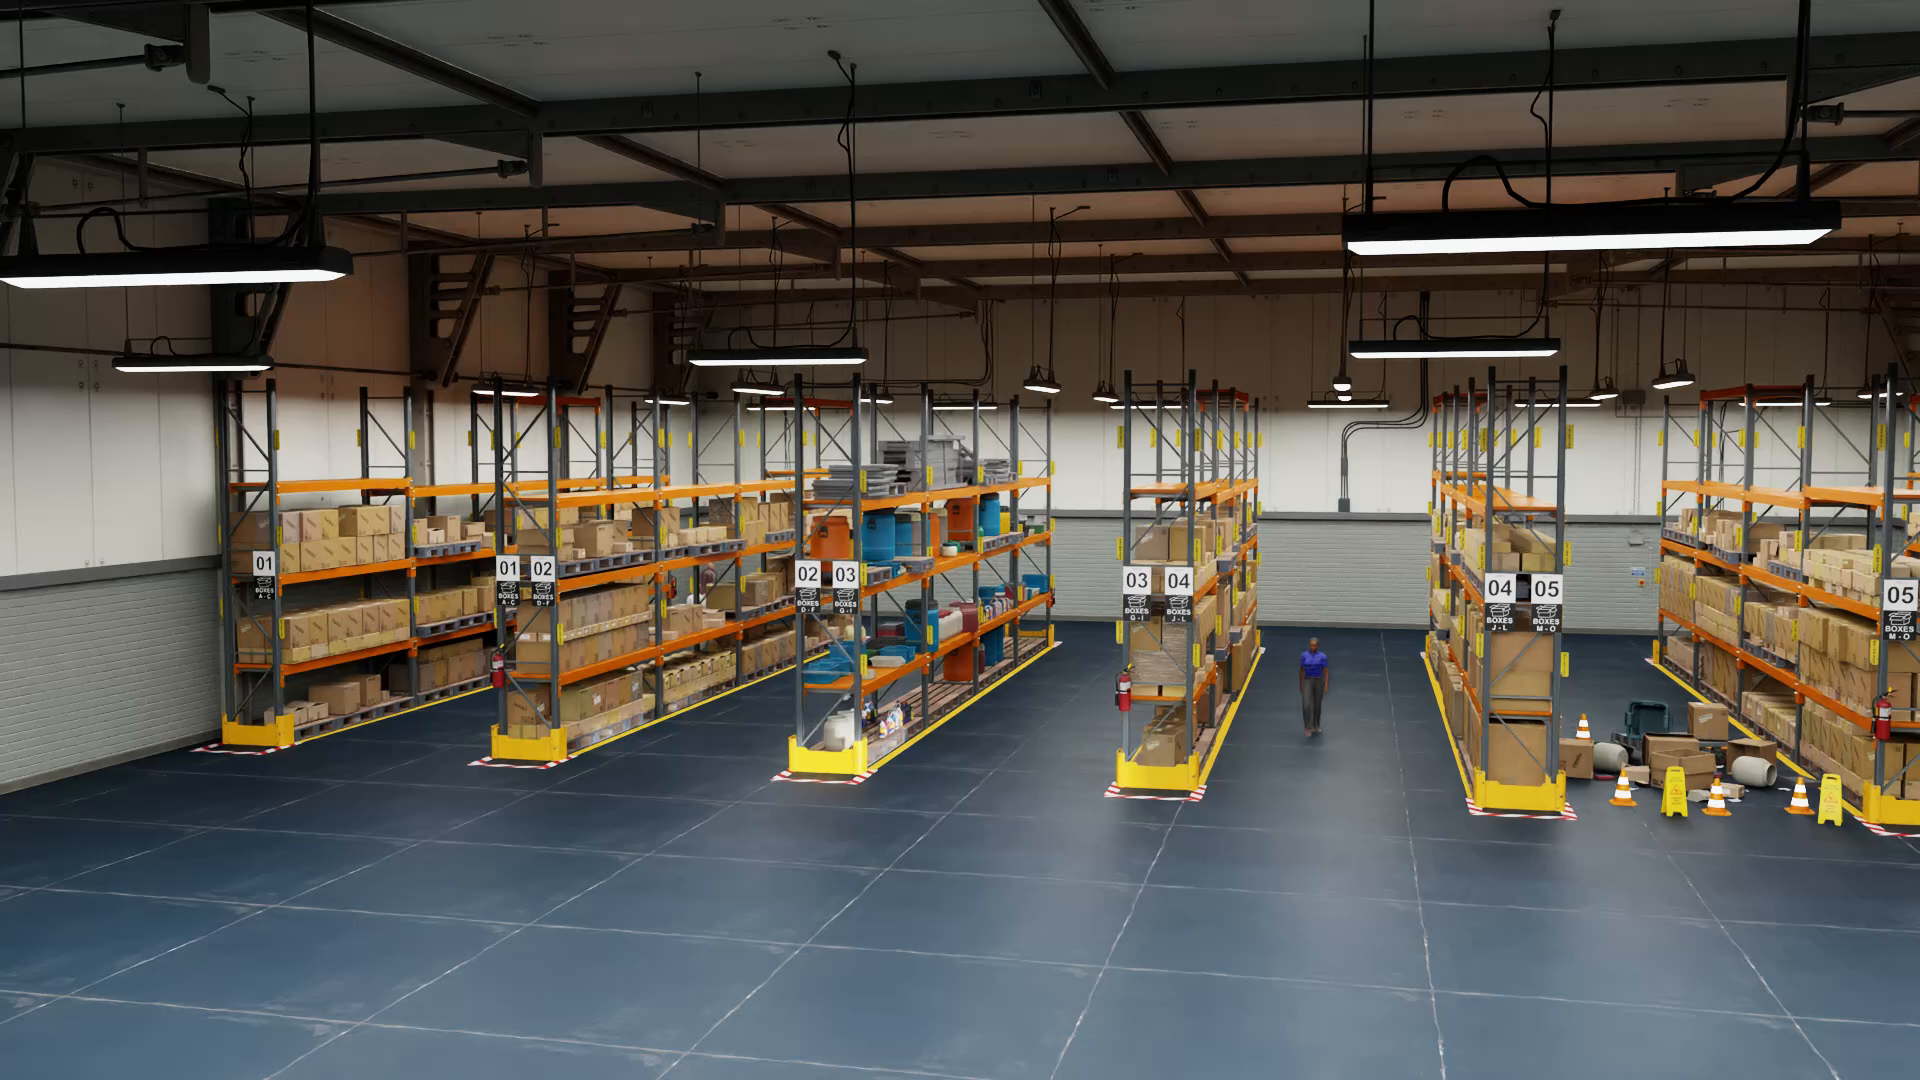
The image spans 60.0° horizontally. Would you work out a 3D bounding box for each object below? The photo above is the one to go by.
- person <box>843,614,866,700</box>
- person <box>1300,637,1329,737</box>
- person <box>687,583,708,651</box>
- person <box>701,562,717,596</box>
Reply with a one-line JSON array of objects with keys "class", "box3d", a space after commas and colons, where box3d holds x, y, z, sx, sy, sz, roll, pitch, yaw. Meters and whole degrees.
[{"class": "person", "box3d": [-2.060, 2.246, 32.319, 0.472, 1.669, 0.745, 0, 3, -1]}, {"class": "person", "box3d": [6.034, 2.489, 28.331, 0.493, 1.688, 0.629, 1, 4, 13]}, {"class": "person", "box3d": [-5.943, 1.866, 37.550, 0.633, 1.778, 0.588, 3, 4, 38]}, {"class": "person", "box3d": [-6.699, 1.428, 44.443, 0.533, 1.777, 0.607, 1, 4, 18]}]
